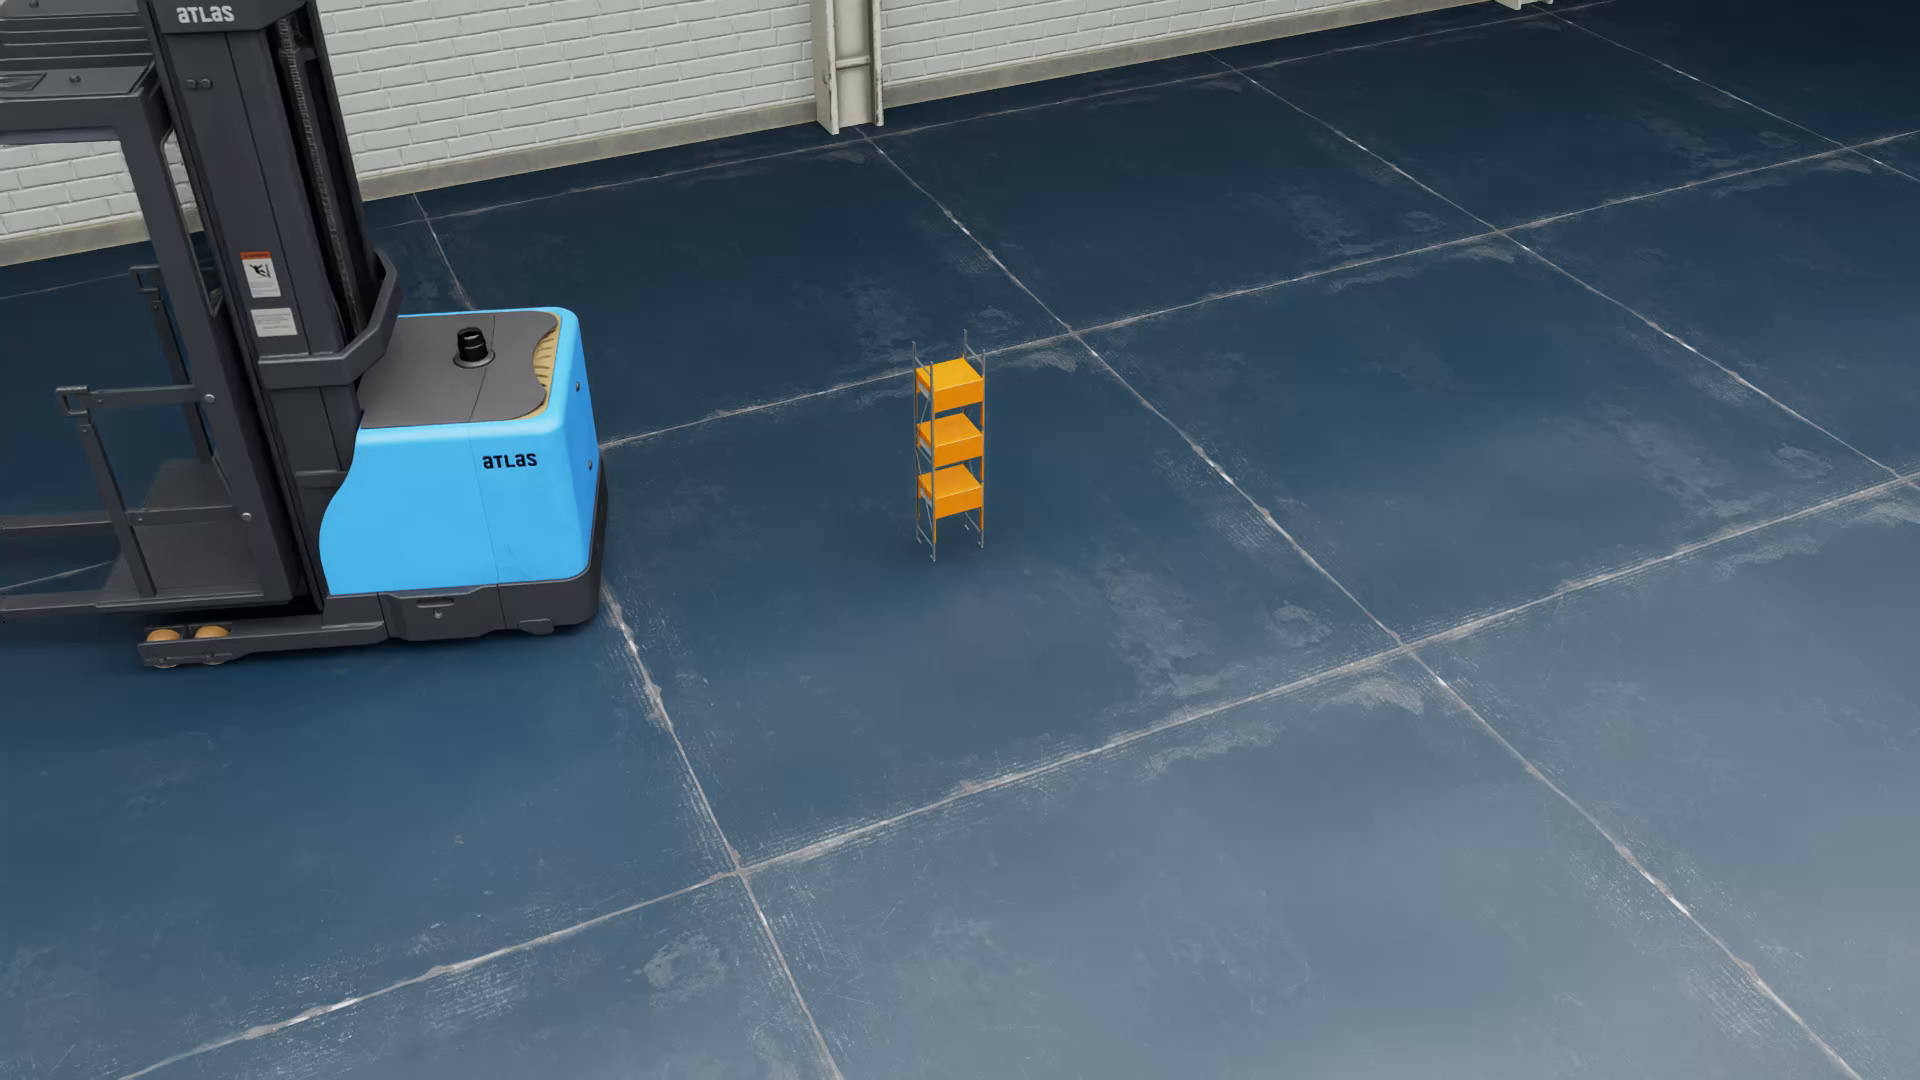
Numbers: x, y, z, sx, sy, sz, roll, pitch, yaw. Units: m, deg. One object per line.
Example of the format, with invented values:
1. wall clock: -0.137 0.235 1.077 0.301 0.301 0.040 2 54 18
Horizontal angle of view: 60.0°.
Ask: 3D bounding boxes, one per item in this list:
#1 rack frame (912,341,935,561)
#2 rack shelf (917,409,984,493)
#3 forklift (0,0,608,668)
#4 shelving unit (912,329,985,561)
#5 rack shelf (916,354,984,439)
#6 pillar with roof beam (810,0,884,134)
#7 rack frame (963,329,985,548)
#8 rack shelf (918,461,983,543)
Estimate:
1. rack frame: -0.159 -0.377 7.377 0.008 1.050 0.200 -16 39 -20
2. rack shelf: -0.048 -0.400 7.425 0.240 0.259 0.215 -16 39 -20
3. forklift: -3.128 -0.970 6.598 3.031 2.935 1.130 -4 37 -5
4. shelving unit: -0.048 -0.408 7.419 0.252 1.050 0.215 -16 39 -20
5. rack shelf: -0.048 -0.628 7.256 0.240 0.259 0.215 -16 39 -20
6. pillar with roof beam: 1.053 -4.241 5.914 0.400 9.000 9.100 -16 39 -20
7. rack frame: 0.062 -0.439 7.461 0.008 1.050 0.200 -16 39 -20
8. rack shelf: -0.048 -0.176 7.591 0.240 0.259 0.215 -16 39 -20
